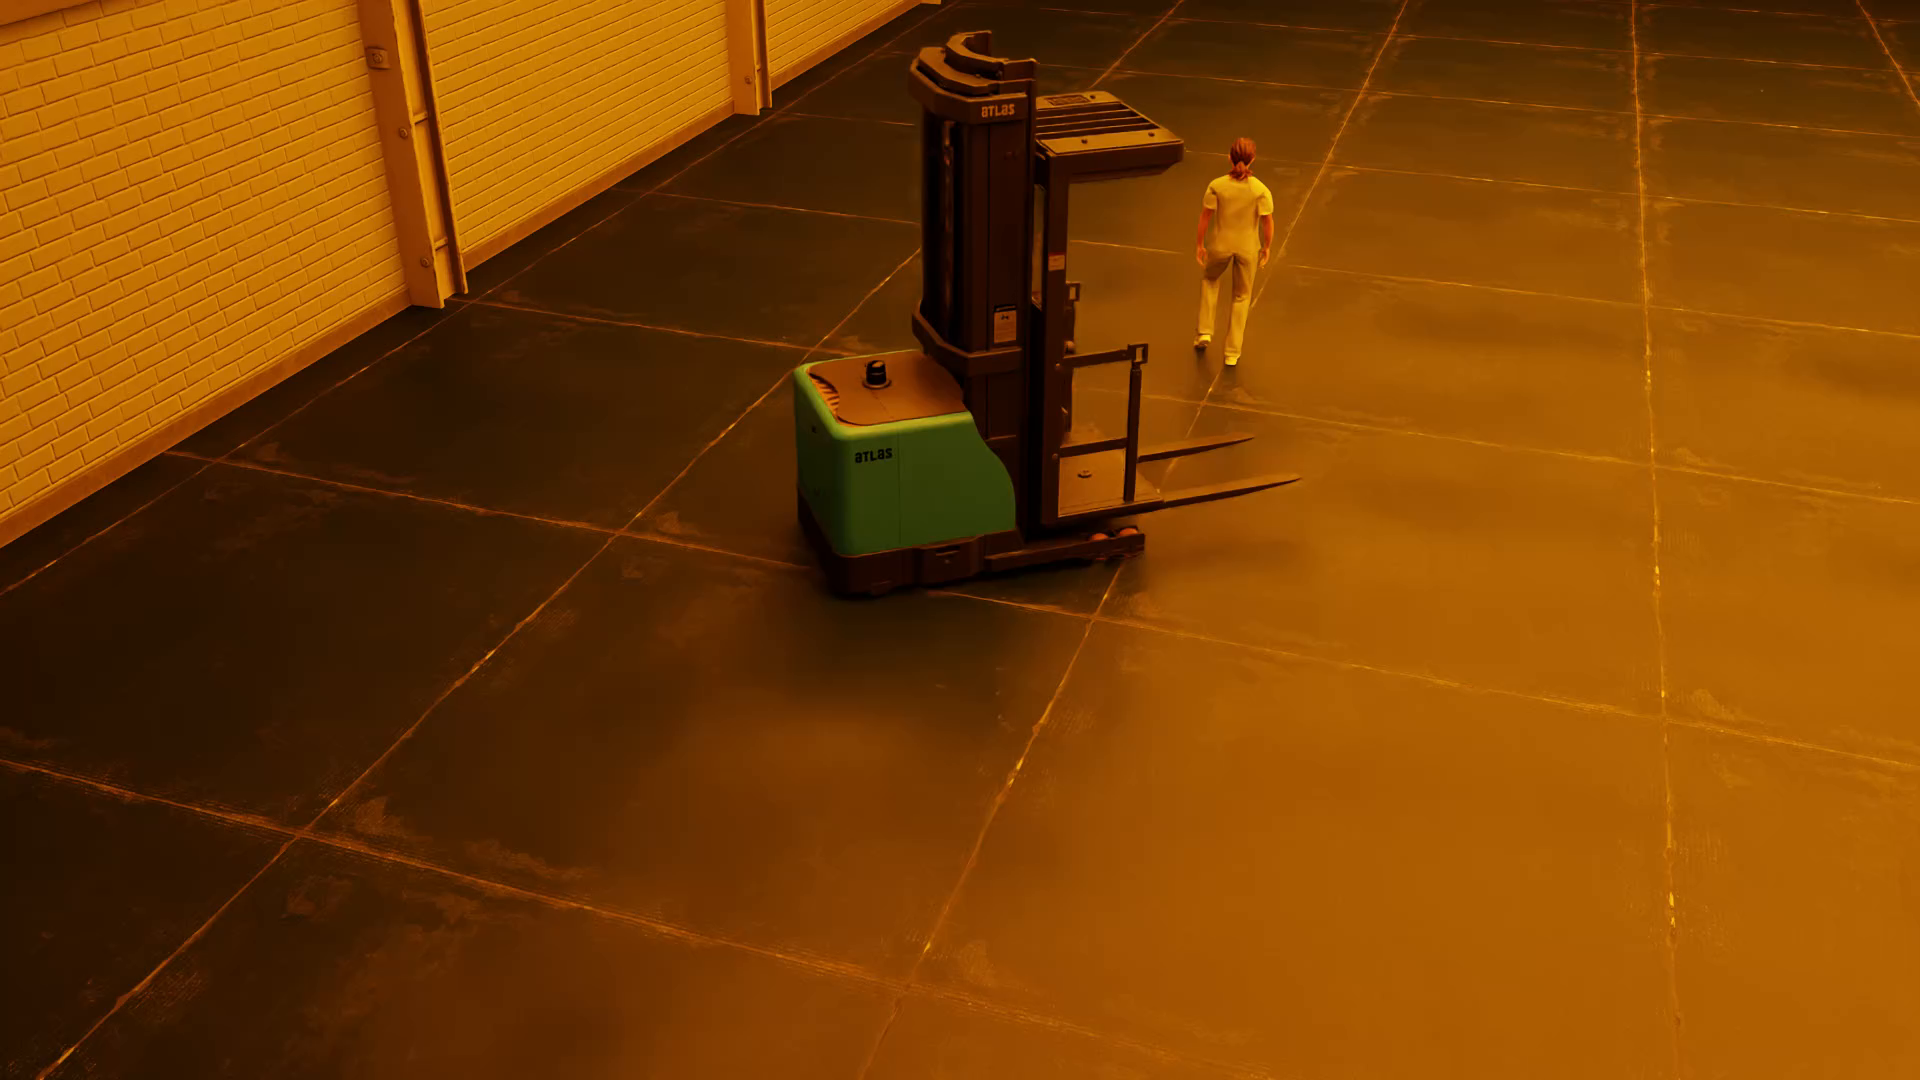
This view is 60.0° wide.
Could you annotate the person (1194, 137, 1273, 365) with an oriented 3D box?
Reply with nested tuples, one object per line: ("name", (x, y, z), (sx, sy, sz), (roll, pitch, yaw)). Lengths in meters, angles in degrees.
("person", (2.006, -2.107, 12.185), (0.537, 1.710, 0.498), (7, 30, 12))

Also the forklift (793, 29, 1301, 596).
("forklift", (0.581, -1.381, 9.559), (3.031, 2.935, 1.130), (-10, 31, -16))
